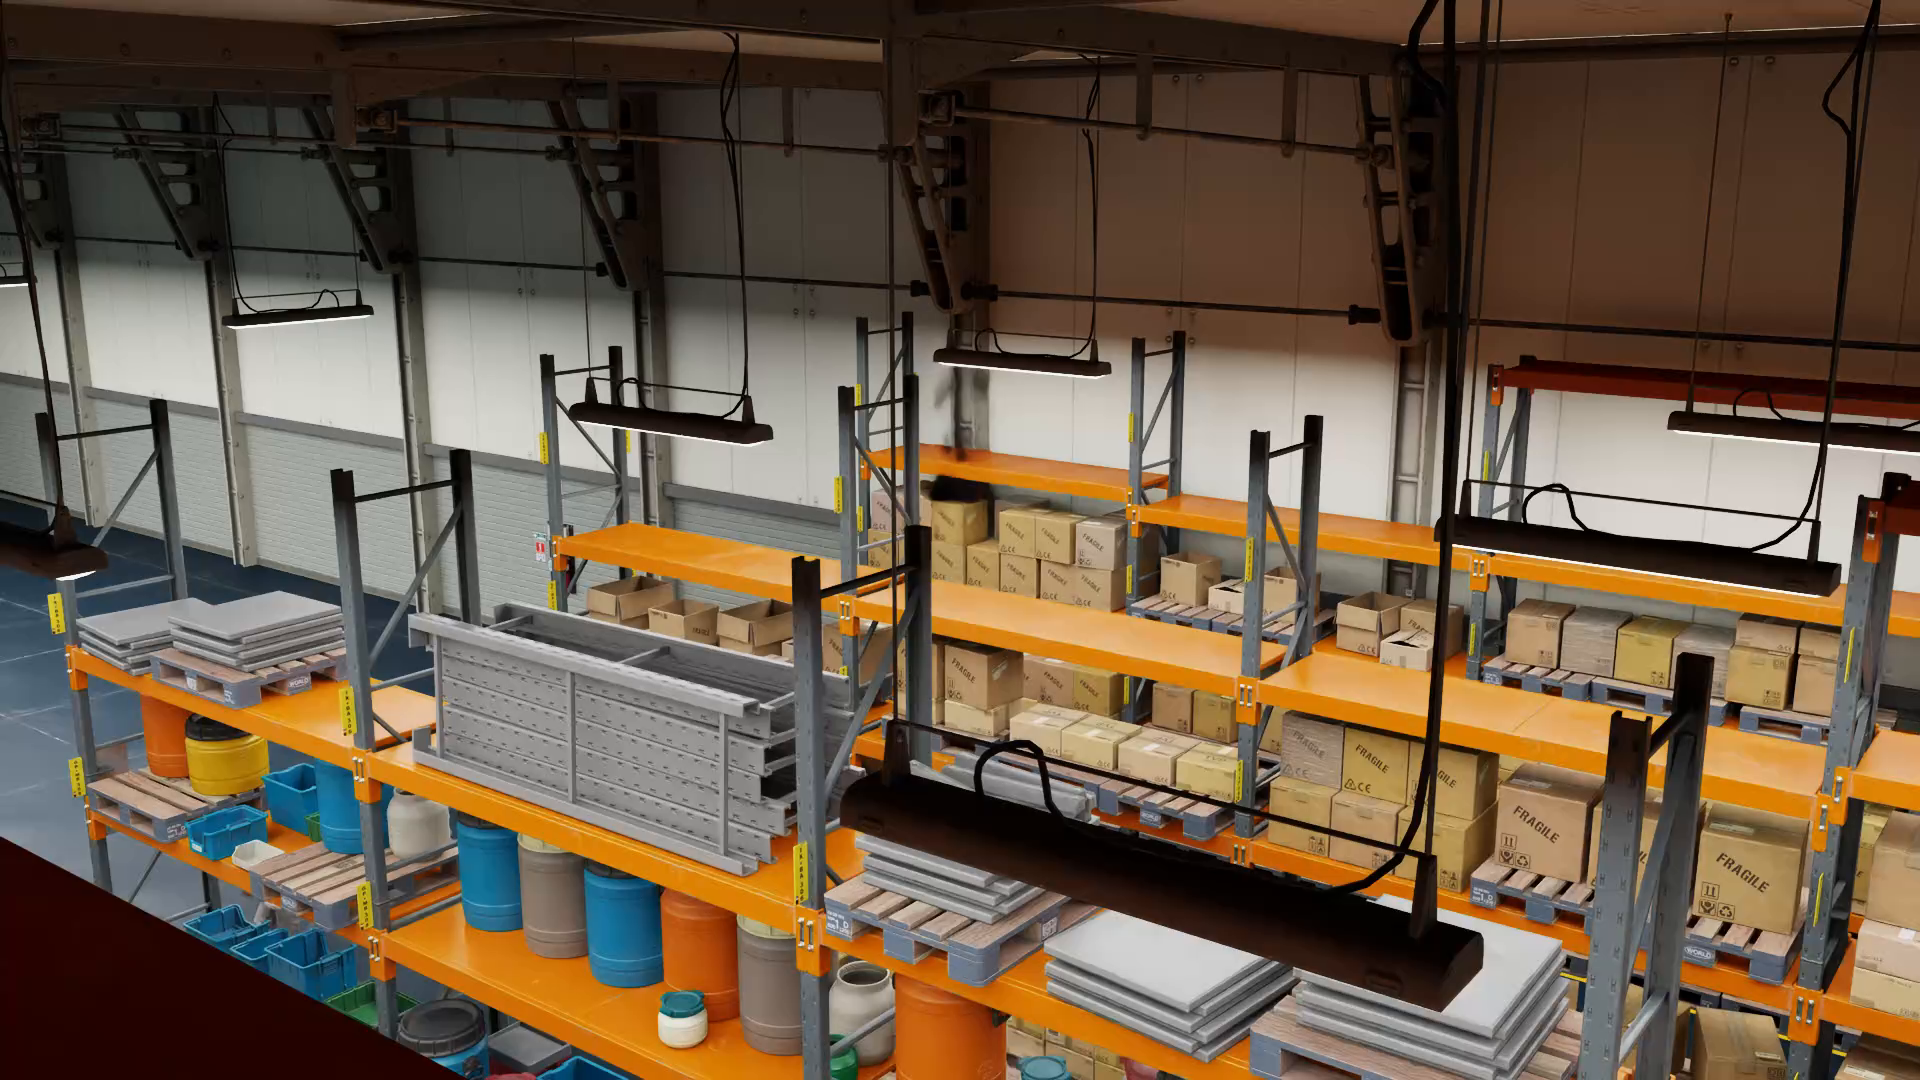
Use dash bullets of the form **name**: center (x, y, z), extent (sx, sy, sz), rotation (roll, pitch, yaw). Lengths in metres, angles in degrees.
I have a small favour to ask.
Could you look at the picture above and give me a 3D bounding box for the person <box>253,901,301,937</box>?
- **person**: center (-6.591, 3.582, 16.220), extent (0.675, 1.383, 0.669), rotation (12, 18, 43)
